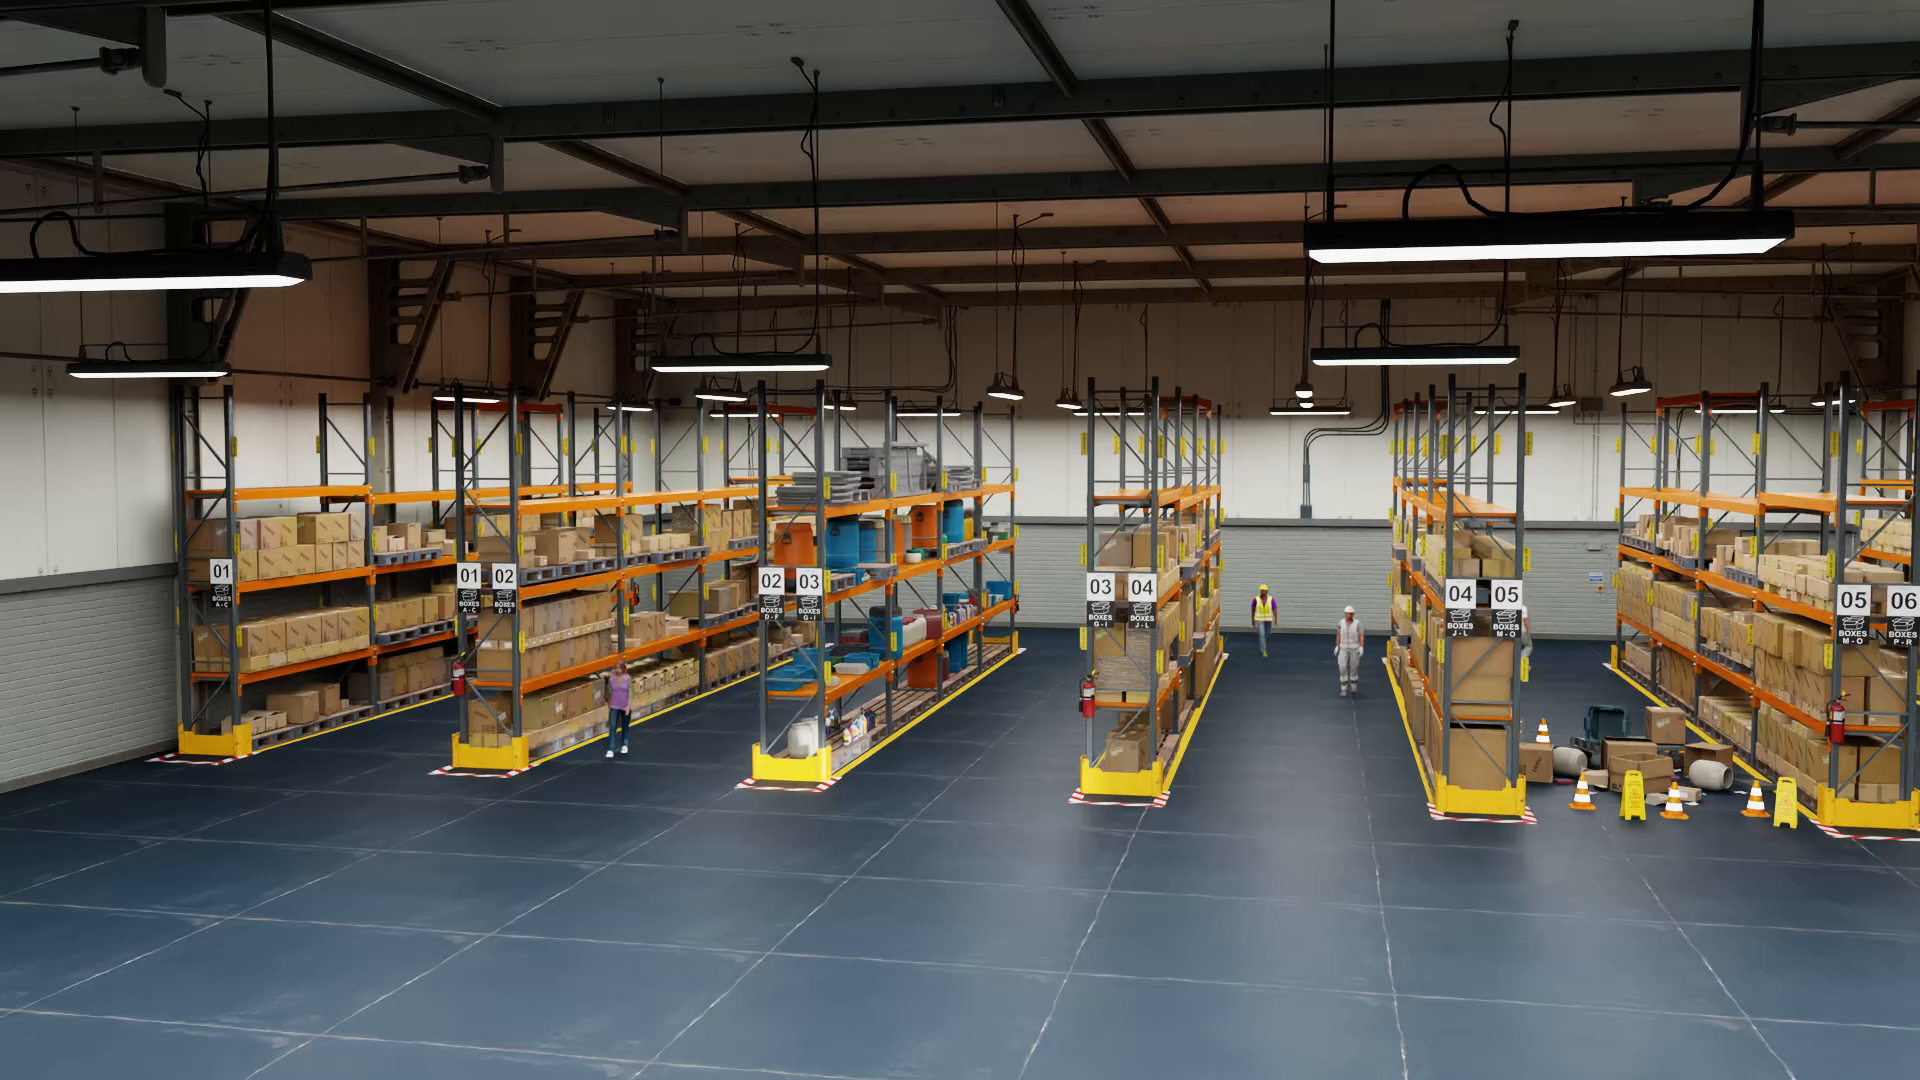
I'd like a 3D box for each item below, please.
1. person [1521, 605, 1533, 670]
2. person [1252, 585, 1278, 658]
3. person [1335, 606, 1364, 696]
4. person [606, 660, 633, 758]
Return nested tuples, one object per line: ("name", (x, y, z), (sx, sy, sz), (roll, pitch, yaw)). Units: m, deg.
("person", (12.431, 2.047, 36.976), (0.662, 1.760, 0.465), (3, 4, 41))
("person", (7.264, 1.919, 39.593), (0.554, 1.714, 1.088), (0, 3, -4))
("person", (7.872, 2.240, 33.637), (0.623, 1.825, 0.596), (2, 4, 26))
("person", (-5.480, 2.709, 26.737), (0.437, 1.546, 0.967), (-1, 3, -11))
